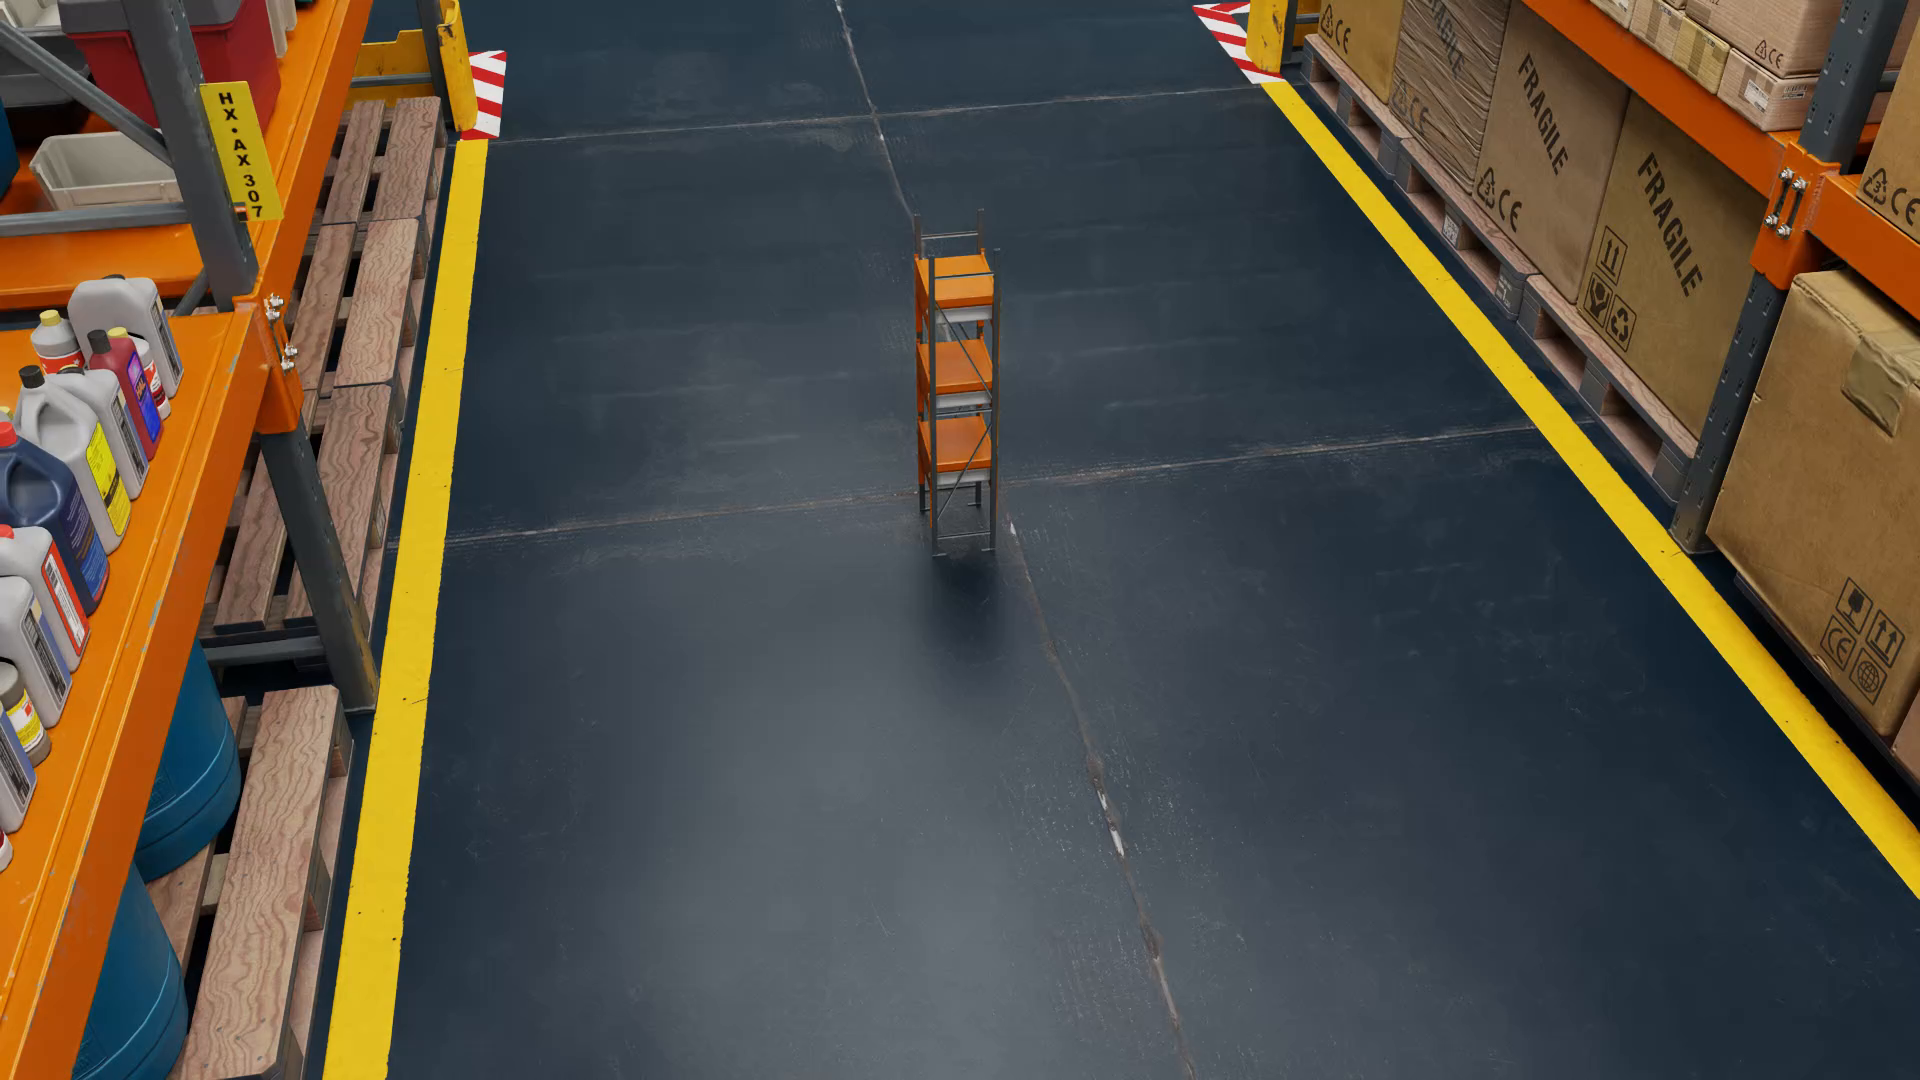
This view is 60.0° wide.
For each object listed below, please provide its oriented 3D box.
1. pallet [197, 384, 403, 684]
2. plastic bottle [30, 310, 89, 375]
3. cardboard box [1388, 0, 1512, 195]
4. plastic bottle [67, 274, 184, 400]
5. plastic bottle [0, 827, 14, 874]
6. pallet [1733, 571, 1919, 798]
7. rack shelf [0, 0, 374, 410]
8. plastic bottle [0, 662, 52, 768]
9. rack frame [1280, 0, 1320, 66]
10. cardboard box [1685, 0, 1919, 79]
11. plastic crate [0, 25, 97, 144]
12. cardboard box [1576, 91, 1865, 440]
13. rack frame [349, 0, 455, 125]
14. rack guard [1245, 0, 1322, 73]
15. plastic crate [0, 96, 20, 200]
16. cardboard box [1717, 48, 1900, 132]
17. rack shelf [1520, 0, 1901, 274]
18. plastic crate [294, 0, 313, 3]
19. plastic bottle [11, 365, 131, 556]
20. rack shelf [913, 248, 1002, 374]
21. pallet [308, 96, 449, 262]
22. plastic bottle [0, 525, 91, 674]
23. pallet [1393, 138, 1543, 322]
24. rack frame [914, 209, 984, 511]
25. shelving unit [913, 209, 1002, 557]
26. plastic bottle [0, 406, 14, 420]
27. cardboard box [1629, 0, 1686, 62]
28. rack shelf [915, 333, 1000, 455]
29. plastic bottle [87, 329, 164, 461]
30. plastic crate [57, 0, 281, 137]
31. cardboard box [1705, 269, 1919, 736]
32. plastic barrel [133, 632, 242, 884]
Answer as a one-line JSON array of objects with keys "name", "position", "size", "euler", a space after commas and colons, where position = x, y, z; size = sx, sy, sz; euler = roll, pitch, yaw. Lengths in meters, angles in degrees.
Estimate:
[{"name": "pallet", "position": [-2.297, -0.027, 5.113], "size": [1.003, 0.211, 1.213], "euler": [-6, 38, -8]}, {"name": "plastic bottle", "position": [-1.862, -0.382, 3.459], "size": [0.097, 0.201, 0.097], "euler": [0, 38, 0]}, {"name": "cardboard box", "position": [2.396, -2.036, 6.816], "size": [0.875, 0.875, 0.875], "euler": [-6, 38, -8]}, {"name": "plastic bottle", "position": [-1.742, -0.436, 3.468], "size": [0.152, 0.276, 0.135], "euler": [-6, 38, -8]}, {"name": "plastic bottle", "position": [-1.478, 0.407, 2.443], "size": [0.097, 0.201, 0.097], "euler": [0, 38, 0]}, {"name": "pallet", "position": [2.956, 0.338, 4.643], "size": [1.003, 0.211, 1.213], "euler": [-6, 38, -8]}, {"name": "rack shelf", "position": [-2.480, -1.612, 5.467], "size": [1.077, 0.370, 4.000], "euler": [-6, 38, -8]}, {"name": "plastic bottle", "position": [-1.519, 0.267, 2.623], "size": [0.097, 0.201, 0.097], "euler": [0, 38, 0]}, {"name": "rack frame", "position": [2.045, -3.637, 7.487], "size": [1.000, 3.000, 0.127], "euler": [-6, 38, -8]}, {"name": "cardboard box", "position": [2.411, -1.518, 4.639], "size": [0.500, 0.250, 0.500], "euler": [-7, 38, -9]}, {"name": "plastic crate", "position": [-2.590, -1.251, 4.590], "size": [0.437, 0.125, 0.590], "euler": [-6, 38, -8]}, {"name": "cardboard box", "position": [2.710, -0.955, 5.424], "size": [0.875, 0.875, 0.875], "euler": [-6, 38, -8]}, {"name": "rack frame", "position": [-2.831, -3.104, 6.801], "size": [1.000, 3.000, 0.127], "euler": [-6, 38, -8]}, {"name": "rack guard", "position": [2.041, -2.665, 8.272], "size": [1.175, 0.500, 0.348], "euler": [-6, 38, -8]}, {"name": "plastic crate", "position": [-2.547, -0.951, 3.993], "size": [0.392, 0.384, 0.575], "euler": [-6, 38, -8]}, {"name": "cardboard box", "position": [2.371, -1.271, 4.646], "size": [0.380, 0.149, 0.250], "euler": [-6, 38, -8]}, {"name": "rack shelf", "position": [2.396, -2.145, 6.153], "size": [1.077, 0.370, 4.000], "euler": [-6, 38, -8]}, {"name": "plastic crate", "position": [-2.218, -1.849, 5.273], "size": [0.416, 0.233, 0.300], "euler": [-6, 38, -8]}, {"name": "plastic bottle", "position": [-1.646, -0.149, 3.037], "size": [0.144, 0.351, 0.185], "euler": [-6, 38, -8]}, {"name": "rack shelf", "position": [-0.009, -0.663, 4.802], "size": [0.215, 0.259, 0.240], "euler": [-6, 38, -8]}, {"name": "pallet", "position": [-2.724, -1.501, 7.010], "size": [1.003, 0.211, 1.213], "euler": [-6, 38, -8]}, {"name": "plastic bottle", "position": [-1.590, 0.089, 2.791], "size": [0.152, 0.276, 0.135], "euler": [-6, 38, -8]}, {"name": "pallet", "position": [2.473, -1.326, 6.785], "size": [1.003, 0.211, 1.213], "euler": [-6, 38, -8]}, {"name": "rack frame", "position": [-0.031, -0.521, 5.064], "size": [0.200, 1.050, 0.008], "euler": [-6, 38, -8]}, {"name": "shelving unit", "position": [-0.009, -0.447, 4.970], "size": [0.215, 1.050, 0.252], "euler": [-6, 38, -8]}, {"name": "plastic bottle", "position": [-1.798, -0.161, 3.175], "size": [0.097, 0.201, 0.097], "euler": [0, 38, 0]}, {"name": "cardboard box", "position": [2.281, -1.581, 5.045], "size": [0.380, 0.149, 0.250], "euler": [-7, 38, -9]}, {"name": "rack shelf", "position": [-0.009, -0.439, 4.976], "size": [0.215, 0.259, 0.240], "euler": [-6, 38, -8]}, {"name": "plastic bottle", "position": [-1.657, -0.304, 3.292], "size": [0.061, 0.283, 0.133], "euler": [-6, 38, -8]}, {"name": "plastic crate", "position": [-2.039, -1.304, 4.382], "size": [0.402, 0.464, 0.583], "euler": [-6, 38, -8]}, {"name": "cardboard box", "position": [2.879, -0.164, 4.405], "size": [1.225, 0.875, 0.875], "euler": [-6, 38, -8]}, {"name": "plastic barrel", "position": [-2.051, 0.305, 3.781], "size": [0.600, 0.901, 0.708], "euler": [-6, 38, -8]}]
